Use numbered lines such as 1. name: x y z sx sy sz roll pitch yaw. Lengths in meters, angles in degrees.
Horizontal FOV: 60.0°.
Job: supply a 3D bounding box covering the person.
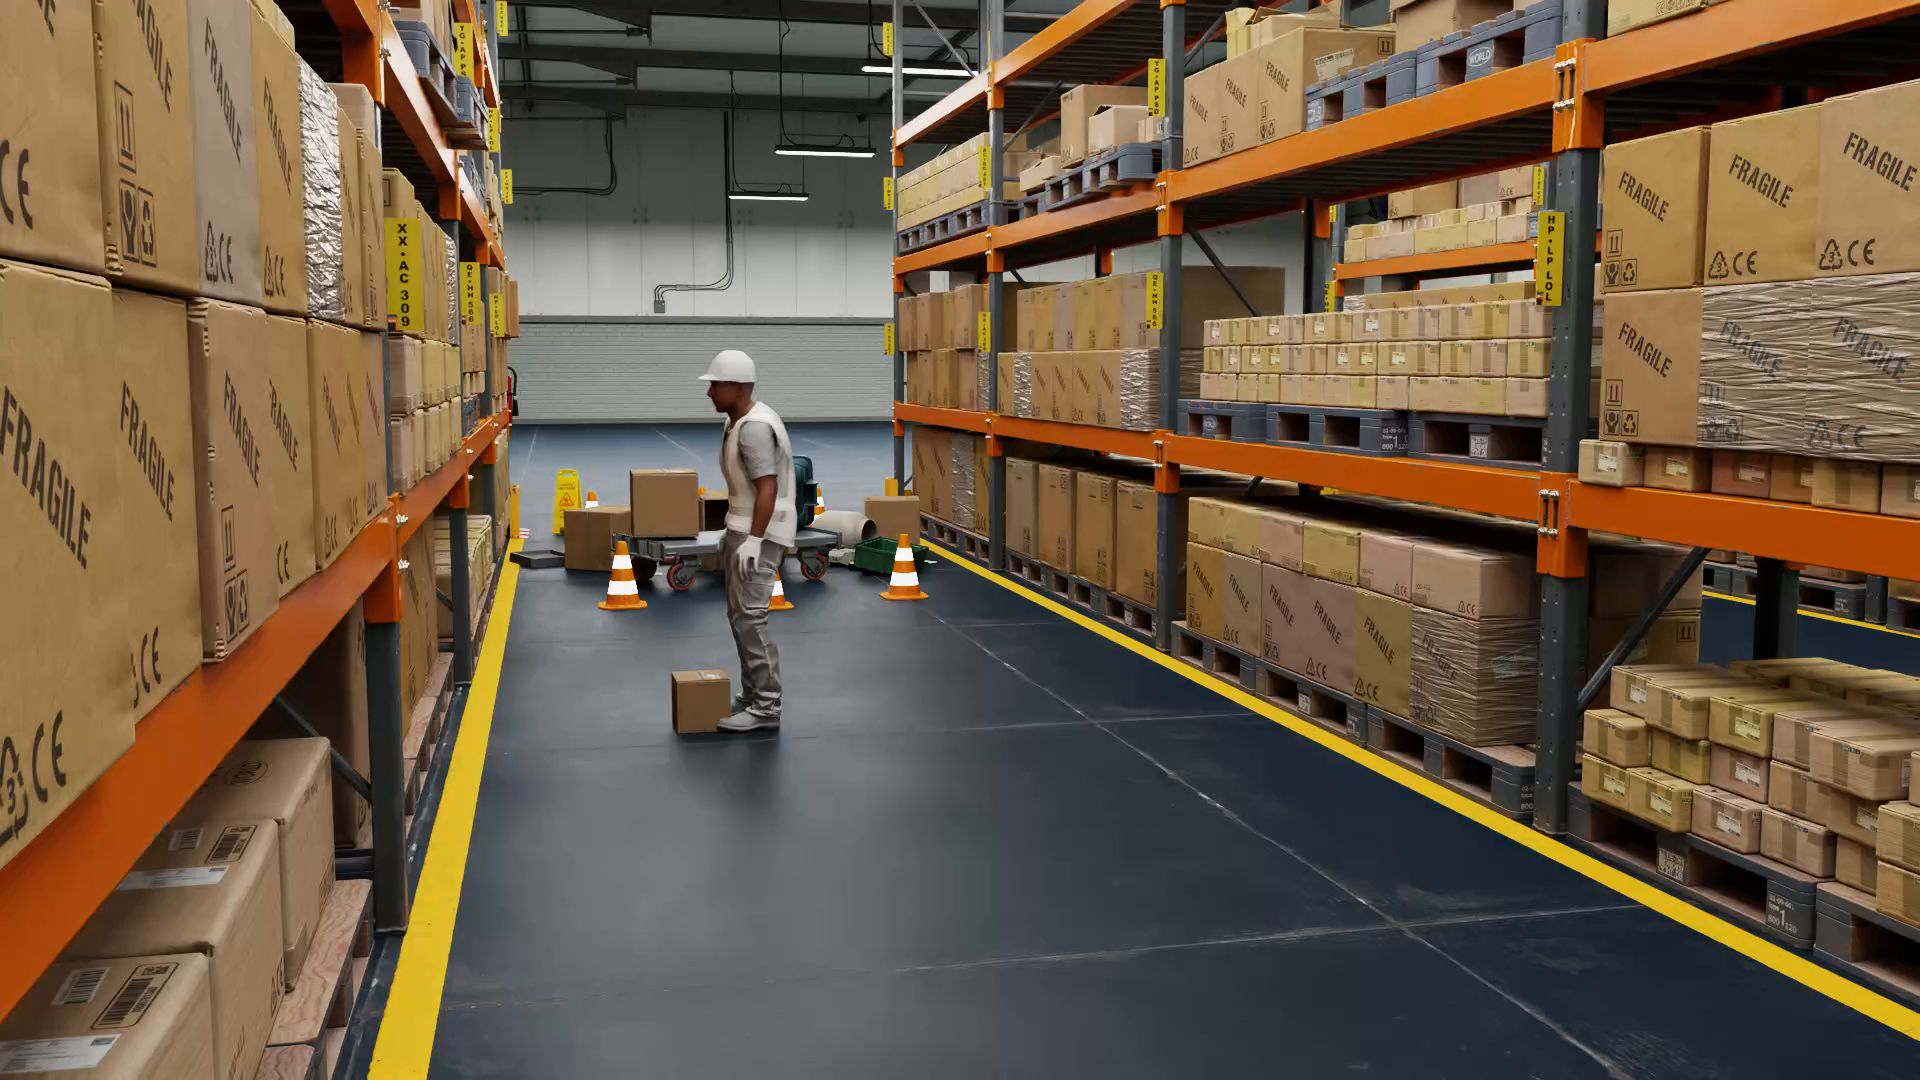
1. person: -1.004 -0.001 7.845 0.445 1.775 0.632 -2 6 -16
